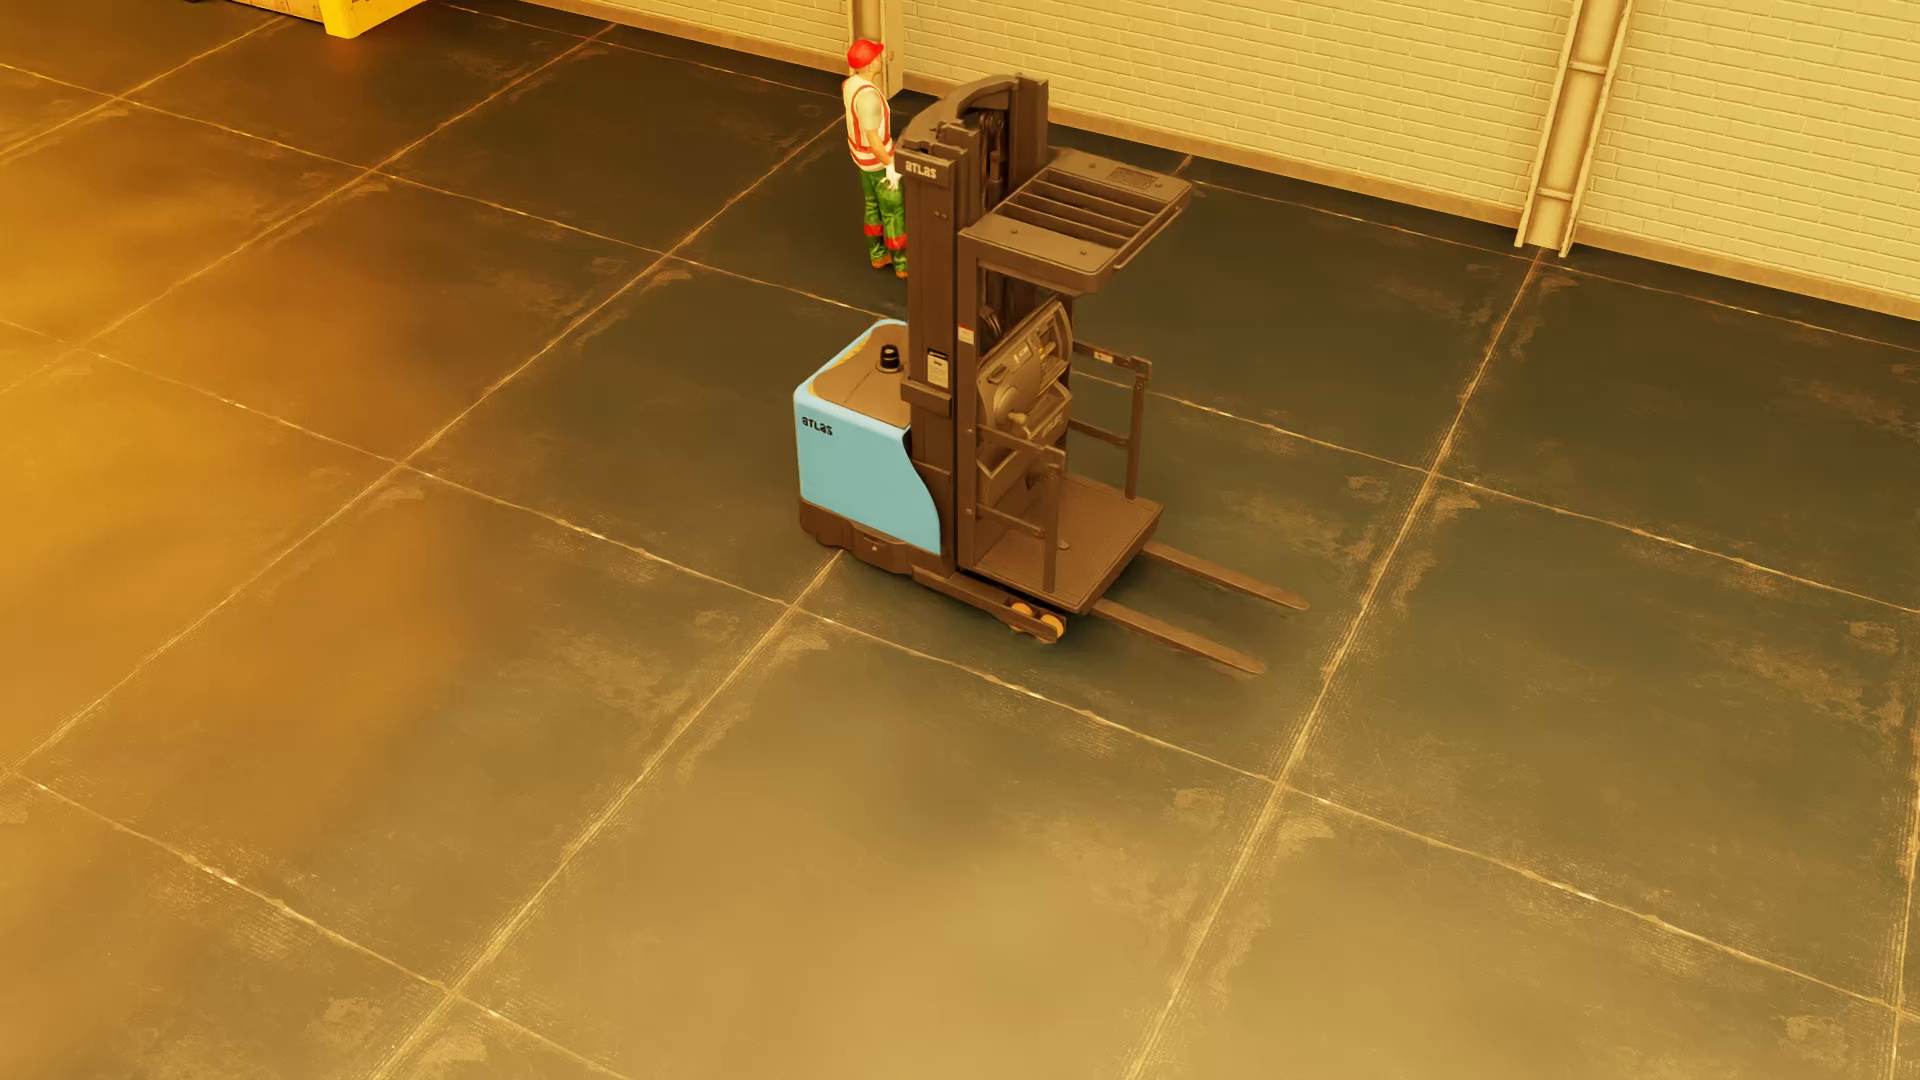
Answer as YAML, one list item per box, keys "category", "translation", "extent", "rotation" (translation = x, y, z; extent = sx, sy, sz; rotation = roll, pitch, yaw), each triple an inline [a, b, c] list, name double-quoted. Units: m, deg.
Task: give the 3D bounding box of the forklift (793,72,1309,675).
- category: "forklift"
  translation: [0.535, -0.919, 9.078]
  extent: [3.031, 2.935, 1.130]
  rotation: [22, 45, 24]

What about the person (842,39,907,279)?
- category: "person"
  translation: [-0.540, -2.809, 12.199]
  extent: [0.565, 1.789, 0.643]
  rotation: [-13, 42, -15]
